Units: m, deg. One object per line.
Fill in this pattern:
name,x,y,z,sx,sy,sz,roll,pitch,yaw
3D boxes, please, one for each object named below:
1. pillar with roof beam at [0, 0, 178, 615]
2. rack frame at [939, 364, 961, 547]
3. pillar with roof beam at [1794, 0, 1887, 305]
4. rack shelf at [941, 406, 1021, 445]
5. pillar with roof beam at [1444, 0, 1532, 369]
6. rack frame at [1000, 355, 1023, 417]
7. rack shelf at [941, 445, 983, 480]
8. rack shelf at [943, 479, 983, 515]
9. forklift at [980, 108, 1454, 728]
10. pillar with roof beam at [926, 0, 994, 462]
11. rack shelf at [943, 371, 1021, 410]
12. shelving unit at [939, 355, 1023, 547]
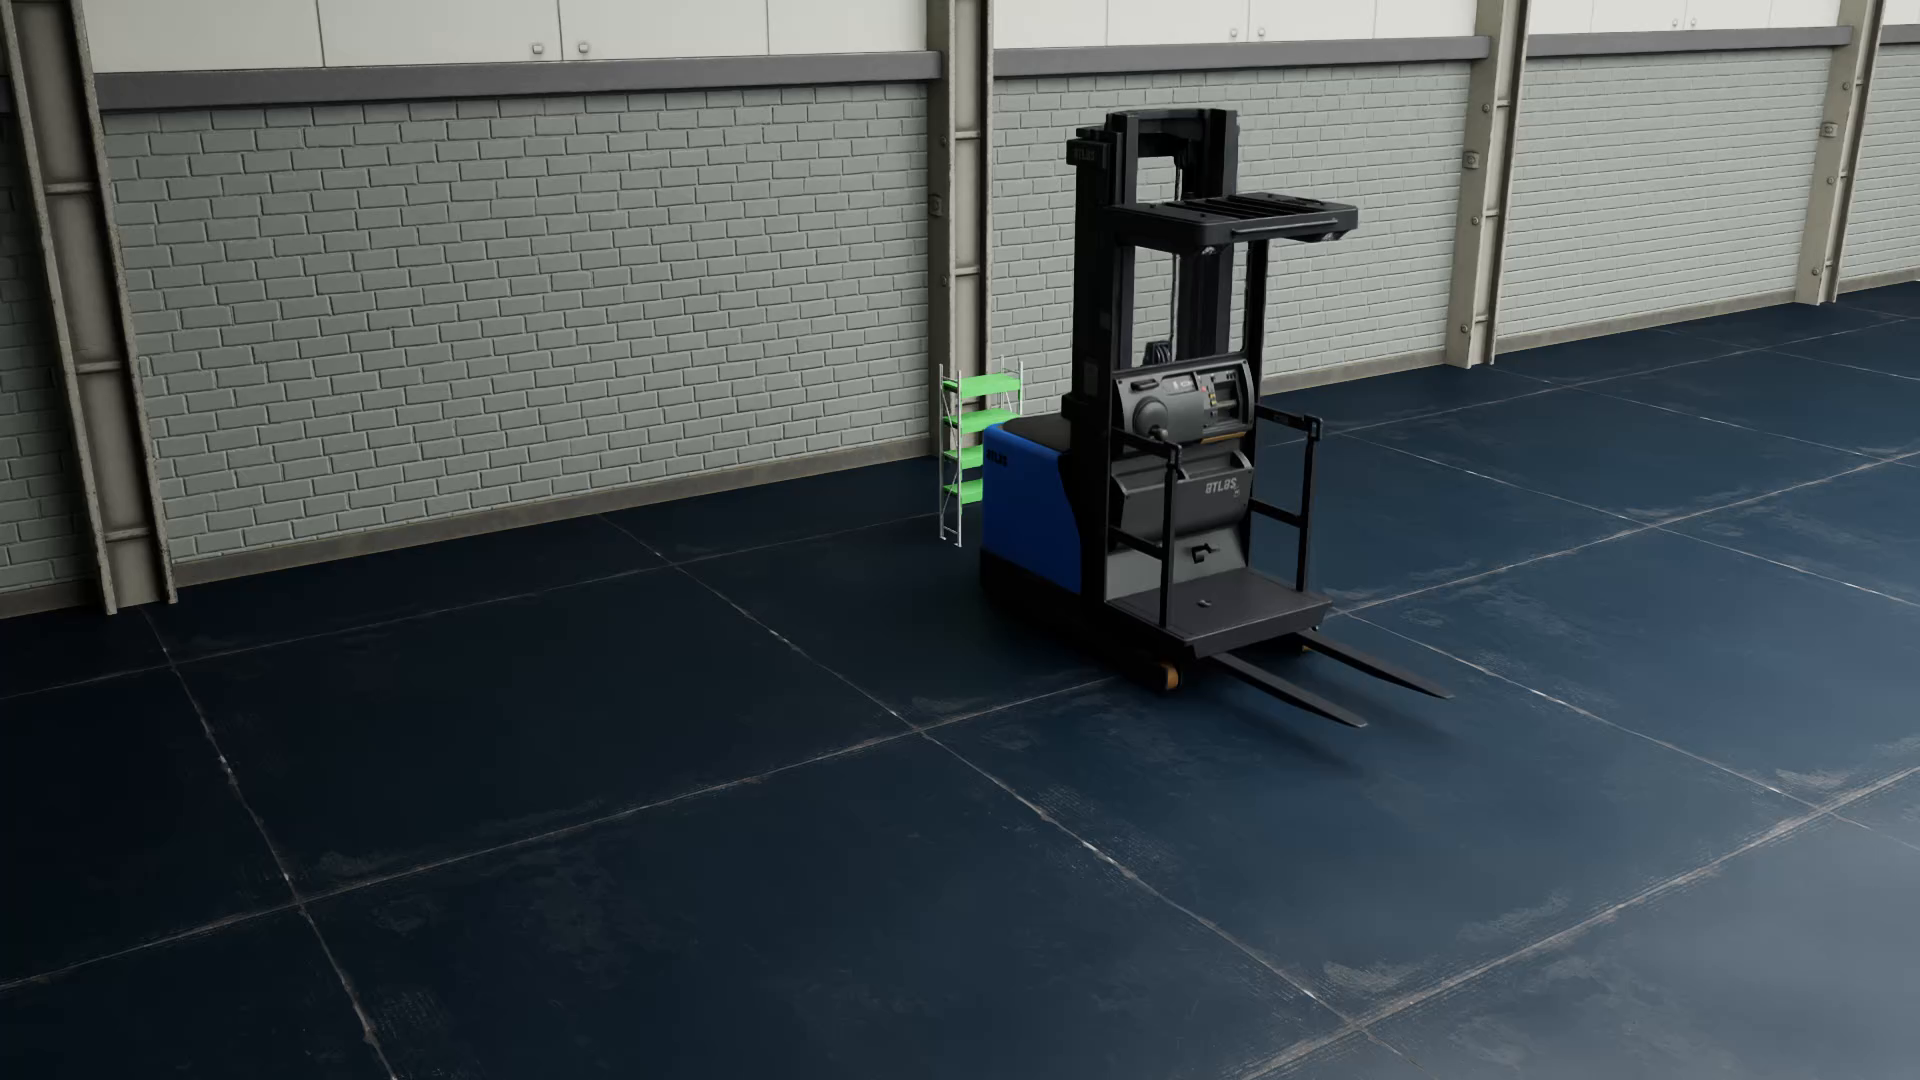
pillar with roof beam,-2.643,-2.739,5.297,0.400,9.000,9.100,-12,22,-31
rack frame,-0.066,-0.555,11.012,0.015,1.200,0.240,-12,22,-31
pillar with roof beam,12.390,-5.910,14.675,0.400,9.000,9.100,-12,22,-31
rack shelf,0.138,-0.764,11.082,0.480,0.148,0.258,-12,22,-31
pillar with roof beam,7.379,-4.853,11.549,0.400,9.000,9.100,-12,22,-31
rack frame,0.342,-0.641,11.266,0.015,1.200,0.240,-12,22,-31
rack shelf,0.138,-0.537,11.159,0.480,0.148,0.258,-12,22,-31
rack shelf,0.138,-0.310,11.236,0.480,0.148,0.258,-12,22,-31
forklift,1.349,-0.751,8.888,1.130,2.935,3.031,-12,22,-31
pillar with roof beam,2.368,-3.796,8.423,0.400,9.000,9.100,-12,22,-31
rack shelf,0.138,-0.992,11.006,0.480,0.148,0.258,-12,22,-31
shelving unit,0.138,-0.598,11.139,0.503,1.200,0.258,-12,22,-31
